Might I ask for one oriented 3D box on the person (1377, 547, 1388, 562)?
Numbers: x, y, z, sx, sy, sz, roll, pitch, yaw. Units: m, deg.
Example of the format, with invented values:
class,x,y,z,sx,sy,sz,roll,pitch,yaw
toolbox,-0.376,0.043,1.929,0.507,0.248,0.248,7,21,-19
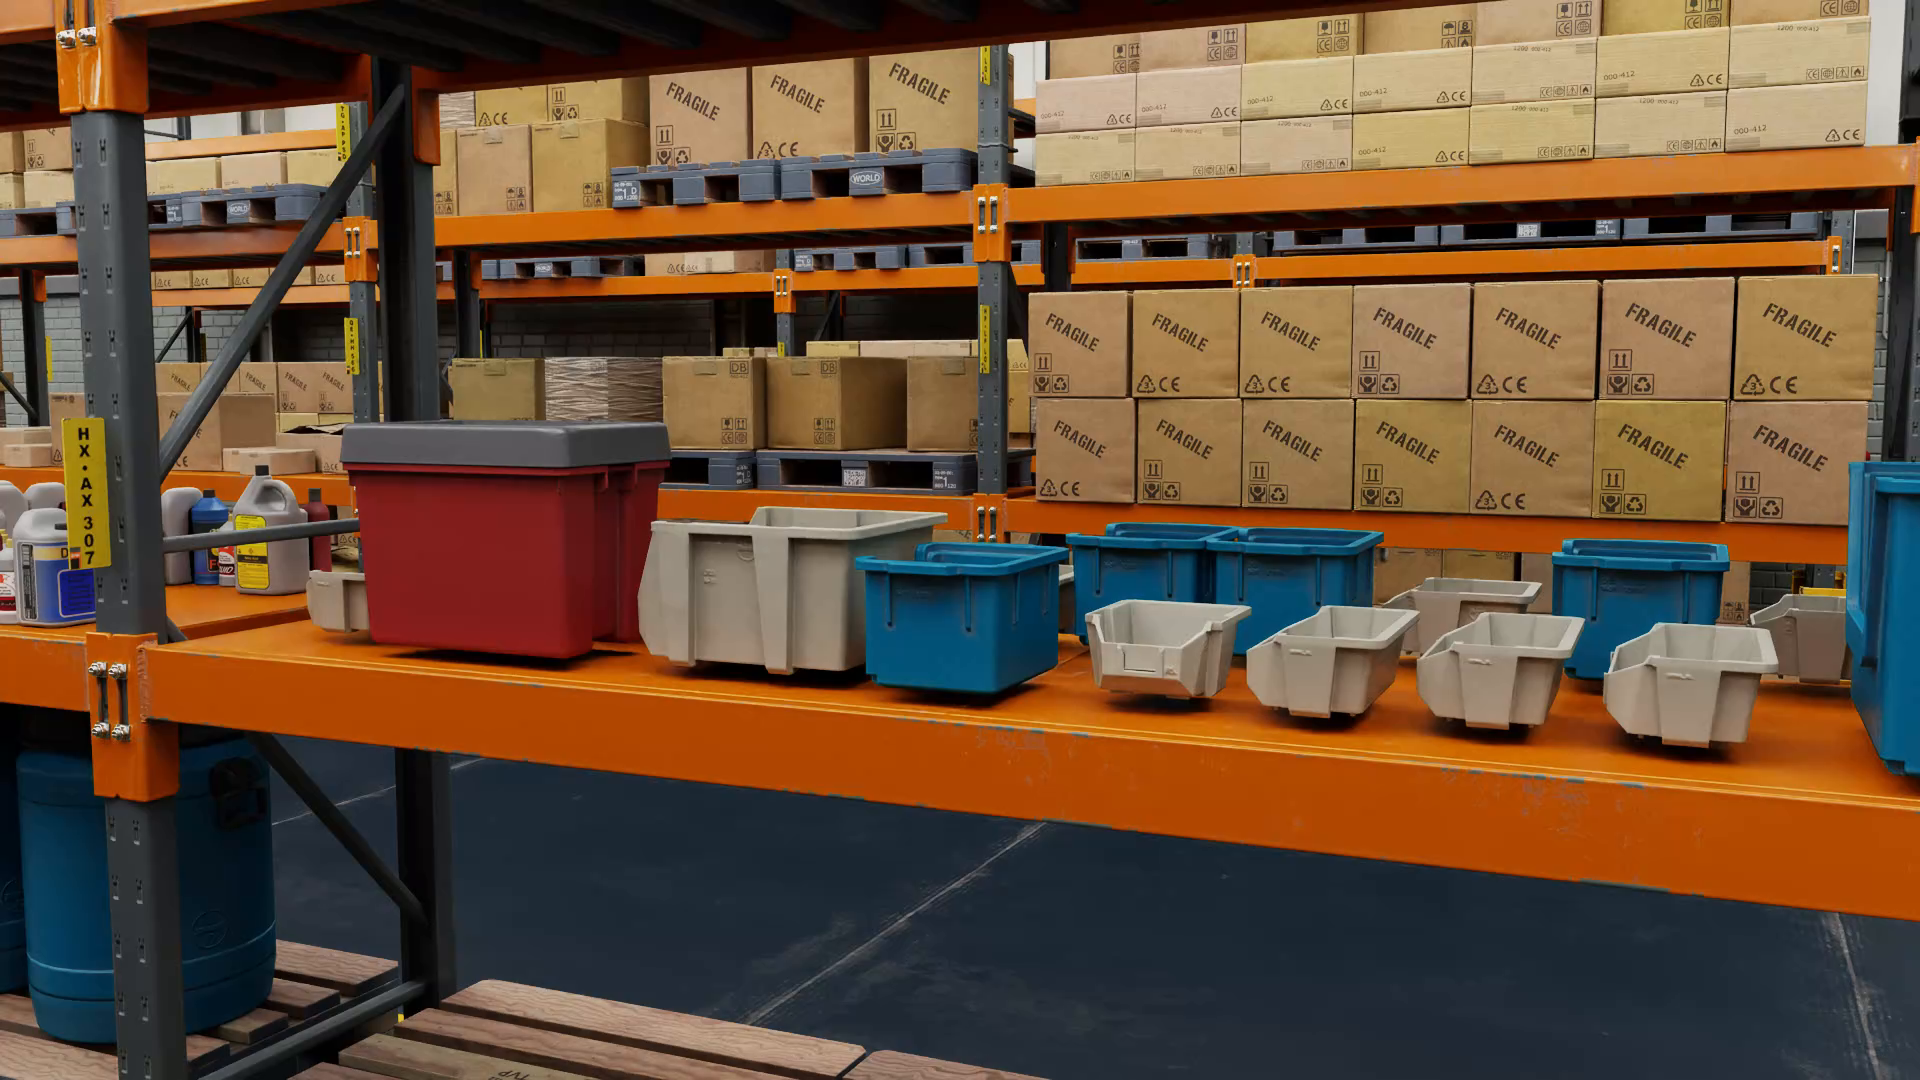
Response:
class,x,y,z,sx,sy,sz,roll,pitch,yaw
person,2.361,0.011,10.091,0.466,1.812,0.530,5,7,41
